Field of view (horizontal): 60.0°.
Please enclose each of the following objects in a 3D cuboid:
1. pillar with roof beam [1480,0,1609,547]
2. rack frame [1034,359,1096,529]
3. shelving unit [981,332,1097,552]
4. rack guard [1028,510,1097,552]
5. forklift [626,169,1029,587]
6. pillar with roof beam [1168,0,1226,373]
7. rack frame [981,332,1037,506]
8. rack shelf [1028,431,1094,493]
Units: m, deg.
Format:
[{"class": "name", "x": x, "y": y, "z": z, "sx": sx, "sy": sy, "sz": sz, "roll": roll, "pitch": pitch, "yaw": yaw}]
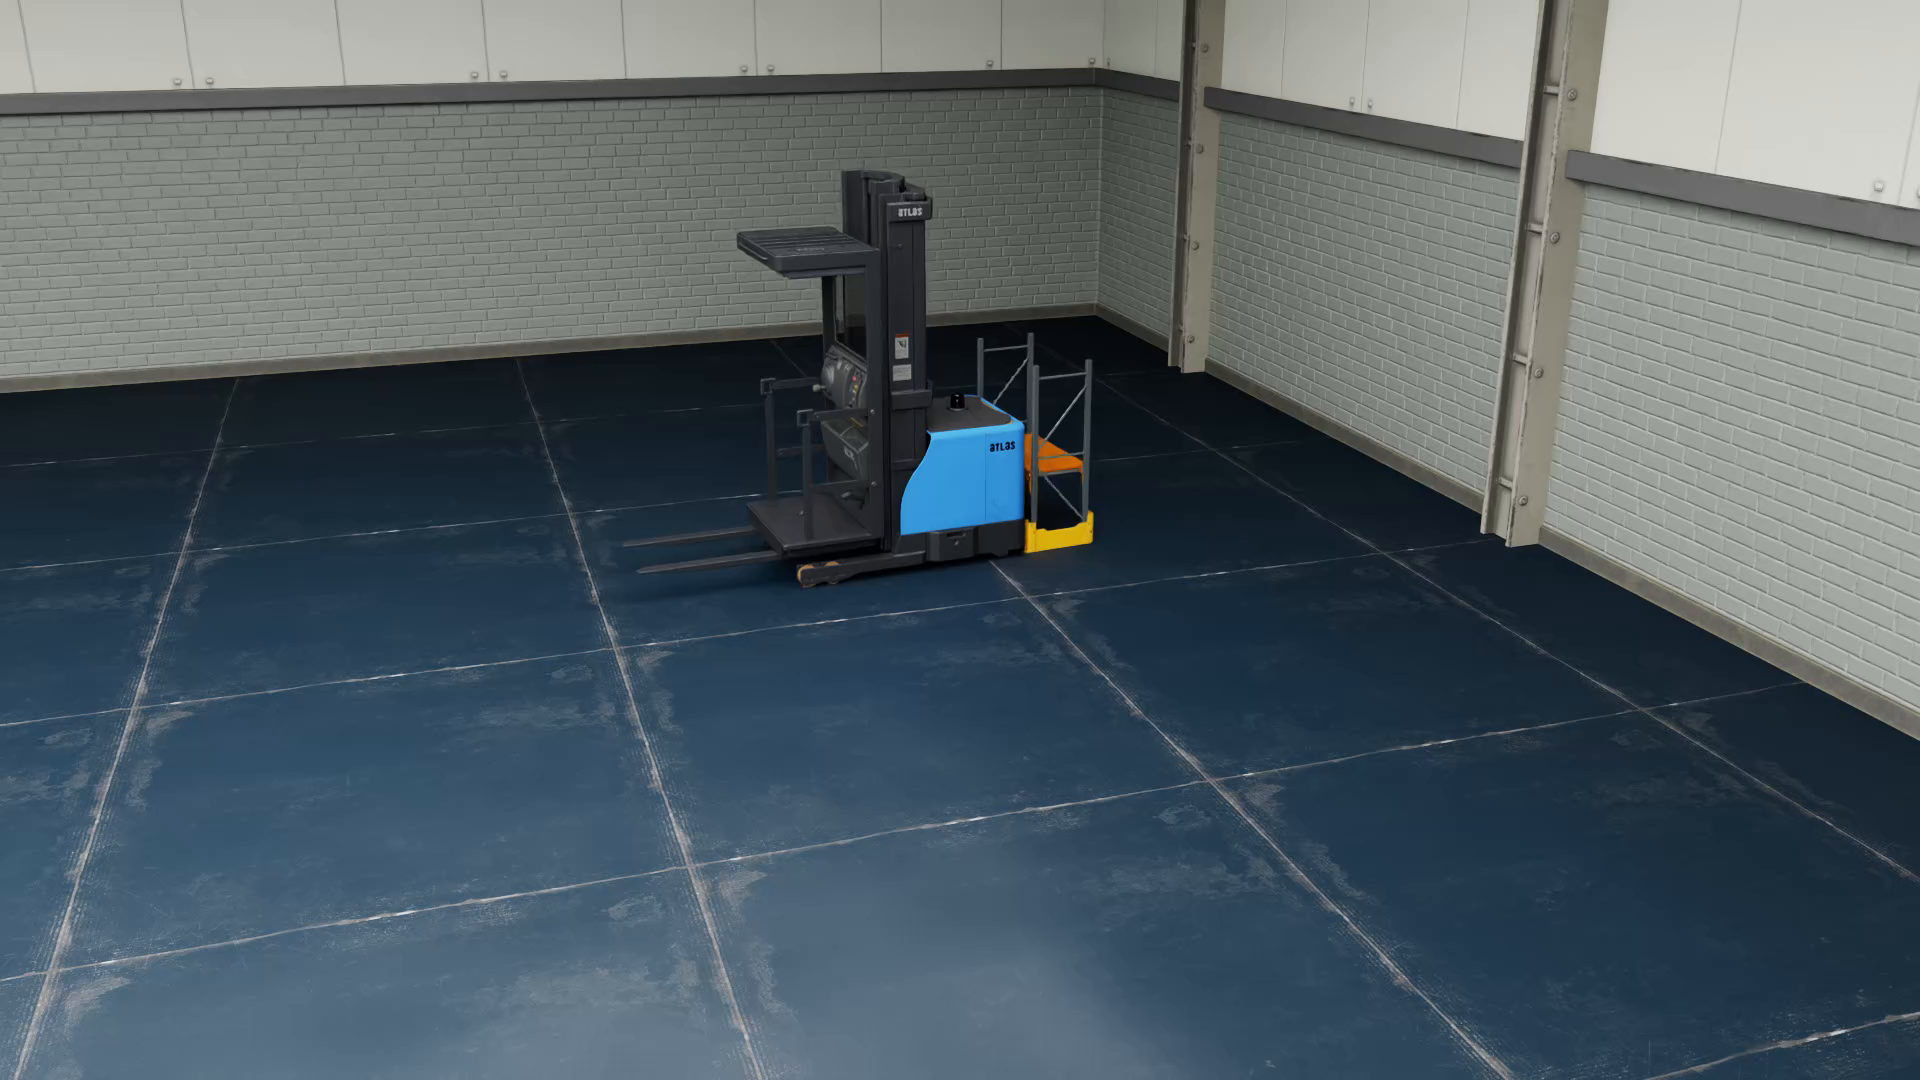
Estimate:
[{"class": "pillar with roof beam", "x": 0.374, "y": -3.800, "z": 10.684, "sx": 9.100, "sy": 9.000, "sz": 0.400, "roll": -6, "pitch": 21, "yaw": -17}, {"class": "rack frame", "x": 0.820, "y": -0.660, "z": 13.034, "sx": 0.500, "sy": 1.500, "sz": 0.032, "roll": -9, "pitch": 21, "yaw": -23}, {"class": "shelving unit", "x": 0.617, "y": -0.814, "z": 13.463, "sx": 0.587, "sy": 1.500, "sz": 1.083, "roll": -9, "pitch": 21, "yaw": -23}, {"class": "rack guard", "x": 0.819, "y": -0.072, "z": 13.246, "sx": 0.587, "sy": 0.250, "sz": 0.087, "roll": -9, "pitch": 21, "yaw": -23}, {"class": "forklift", "x": -1.025, "y": -1.232, "z": 12.510, "sx": 3.031, "sy": 2.935, "sz": 1.130, "roll": -8, "pitch": 21, "yaw": -21}, {"class": "pillar with roof beam", "x": -1.512, "y": -5.726, "z": 16.045, "sx": 9.100, "sy": 9.000, "sz": 0.400, "roll": -6, "pitch": 21, "yaw": -17}, {"class": "rack frame", "x": 0.406, "y": -0.973, "z": 13.908, "sx": 0.500, "sy": 1.500, "sz": 0.032, "roll": -9, "pitch": 21, "yaw": -23}, {"class": "rack shelf", "x": 0.613, "y": -0.647, "z": 13.532, "sx": 0.538, "sy": 0.185, "sz": 1.000, "roll": -9, "pitch": 21, "yaw": -23}]
